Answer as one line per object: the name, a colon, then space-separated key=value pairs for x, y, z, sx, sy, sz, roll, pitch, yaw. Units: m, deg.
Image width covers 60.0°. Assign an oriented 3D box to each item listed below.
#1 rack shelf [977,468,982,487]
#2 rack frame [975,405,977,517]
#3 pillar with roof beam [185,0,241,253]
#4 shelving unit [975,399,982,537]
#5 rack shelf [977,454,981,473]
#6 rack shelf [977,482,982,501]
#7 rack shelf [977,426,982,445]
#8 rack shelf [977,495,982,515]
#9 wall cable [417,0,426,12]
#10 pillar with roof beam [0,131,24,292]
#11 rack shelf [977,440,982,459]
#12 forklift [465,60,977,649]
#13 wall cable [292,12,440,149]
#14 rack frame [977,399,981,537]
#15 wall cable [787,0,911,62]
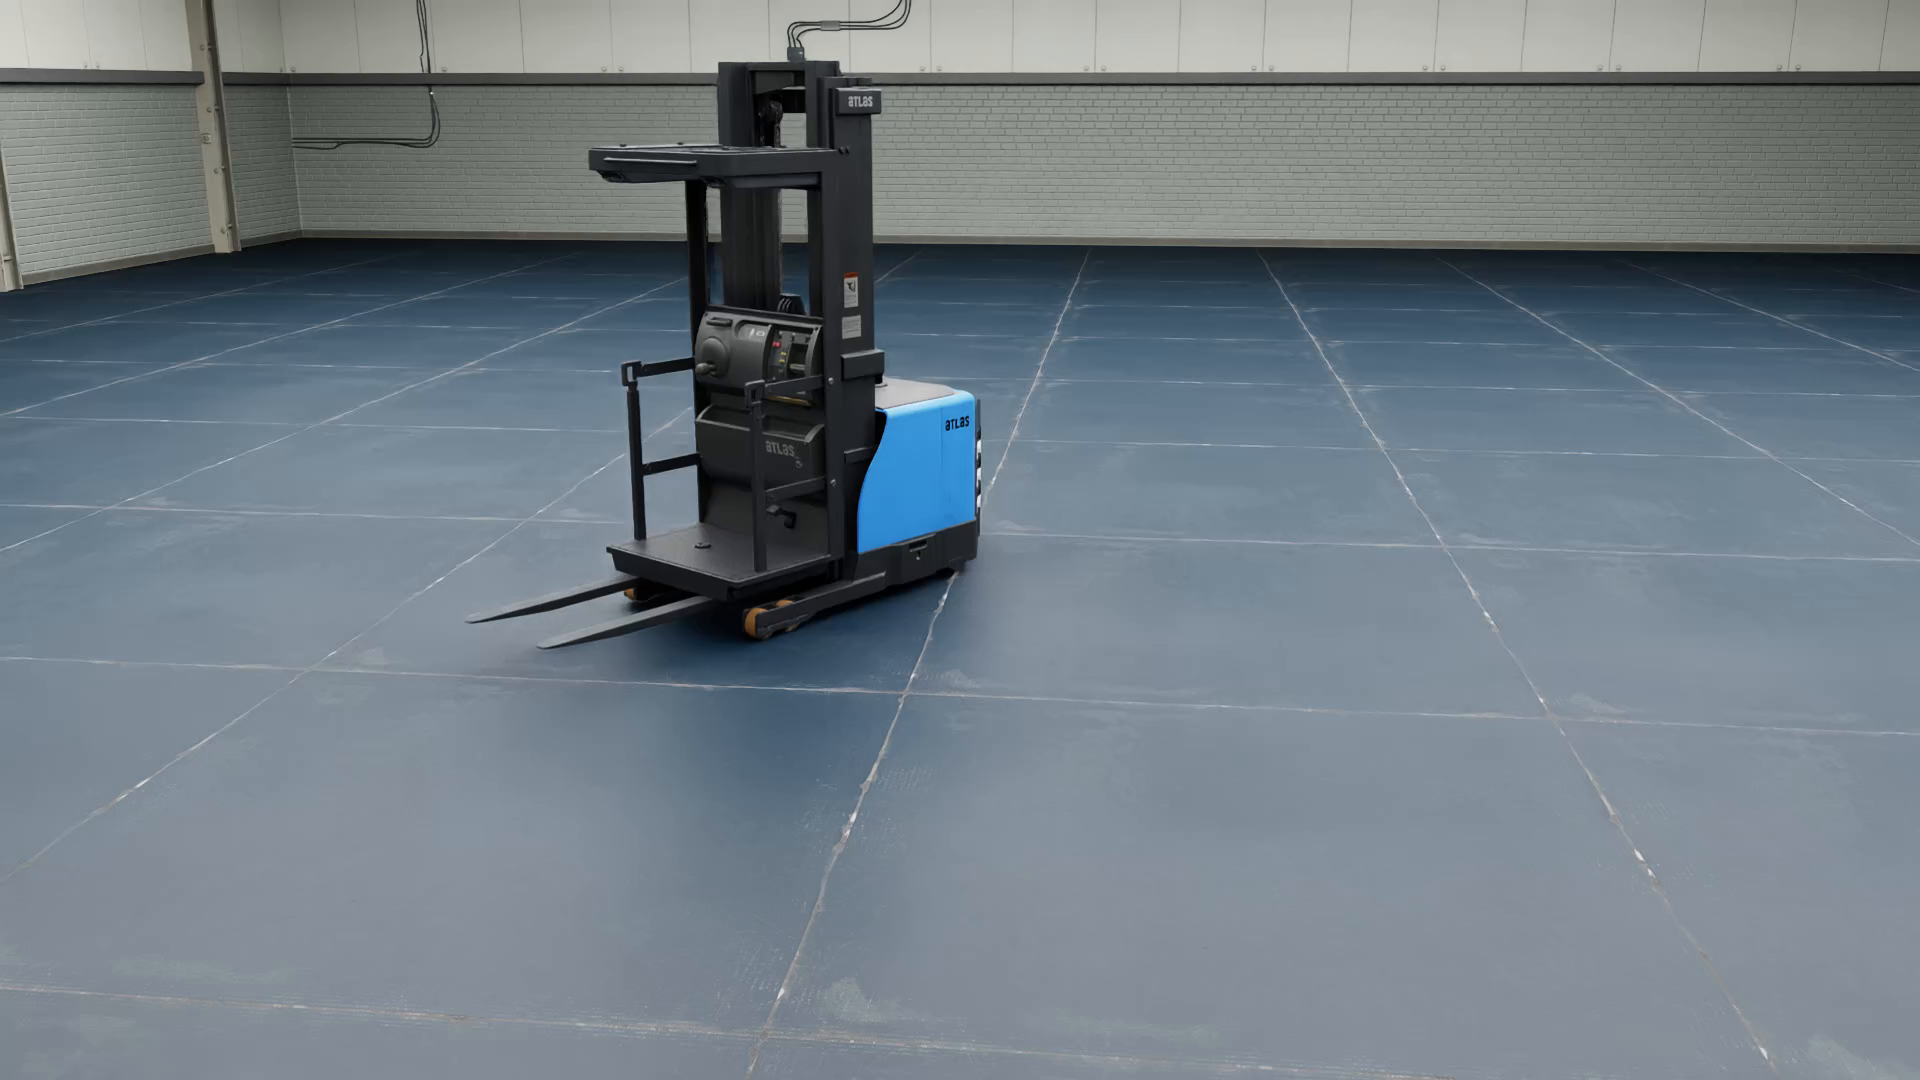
rack shelf: x=-0.001 y=-0.400 z=10.546 sx=0.258 sy=0.077 sz=0.200 roll=2 pitch=15 yaw=6
rack frame: x=-0.012 y=-0.406 z=10.439 sx=0.240 sy=0.900 sz=0.006 roll=2 pitch=15 yaw=6
pillar with roof beam: x=-8.831 y=-9.381 z=28.114 sx=9.100 sy=9.000 sz=0.400 roll=2 pitch=15 yaw=6
shelving unit: x=-0.001 y=-0.432 z=10.537 sx=0.258 sy=0.900 sz=0.210 roll=2 pitch=15 yaw=6
rack shelf: x=-0.001 y=-0.487 z=10.522 sx=0.258 sy=0.077 sz=0.200 roll=2 pitch=15 yaw=6
rack shelf: x=-0.001 y=-0.313 z=10.569 sx=0.258 sy=0.077 sz=0.200 roll=2 pitch=15 yaw=6
rack shelf: x=-0.001 y=-0.661 z=10.475 sx=0.258 sy=0.077 sz=0.200 roll=2 pitch=15 yaw=6
rack shelf: x=-0.001 y=-0.226 z=10.592 sx=0.258 sy=0.077 sz=0.200 roll=2 pitch=15 yaw=6
wall cable: x=-8.774 y=-11.092 z=30.716 sx=3.097 sy=2.526 sz=0.112 roll=2 pitch=15 yaw=6
pillar with roof beam: x=-9.508 y=-7.825 z=22.359 sx=9.100 sy=9.000 sz=0.400 roll=2 pitch=15 yaw=6
rack shelf: x=-0.001 y=-0.574 z=10.499 sx=0.258 sy=0.077 sz=0.200 roll=2 pitch=15 yaw=6
forklift: x=-1.241 y=-1.040 z=8.894 sx=1.130 sy=2.935 sz=3.031 roll=13 pitch=20 yaw=39
wall cable: x=-11.462 y=-8.734 z=31.670 sx=3.097 sy=2.526 sz=0.112 roll=2 pitch=15 yaw=6
rack frame: x=0.011 y=-0.459 z=10.634 sx=0.240 sy=0.900 sz=0.006 roll=2 pitch=15 yaw=6
wall cable: x=-2.031 y=-11.591 z=29.772 sx=2.305 sy=6.003 sz=0.169 roll=2 pitch=15 yaw=6
